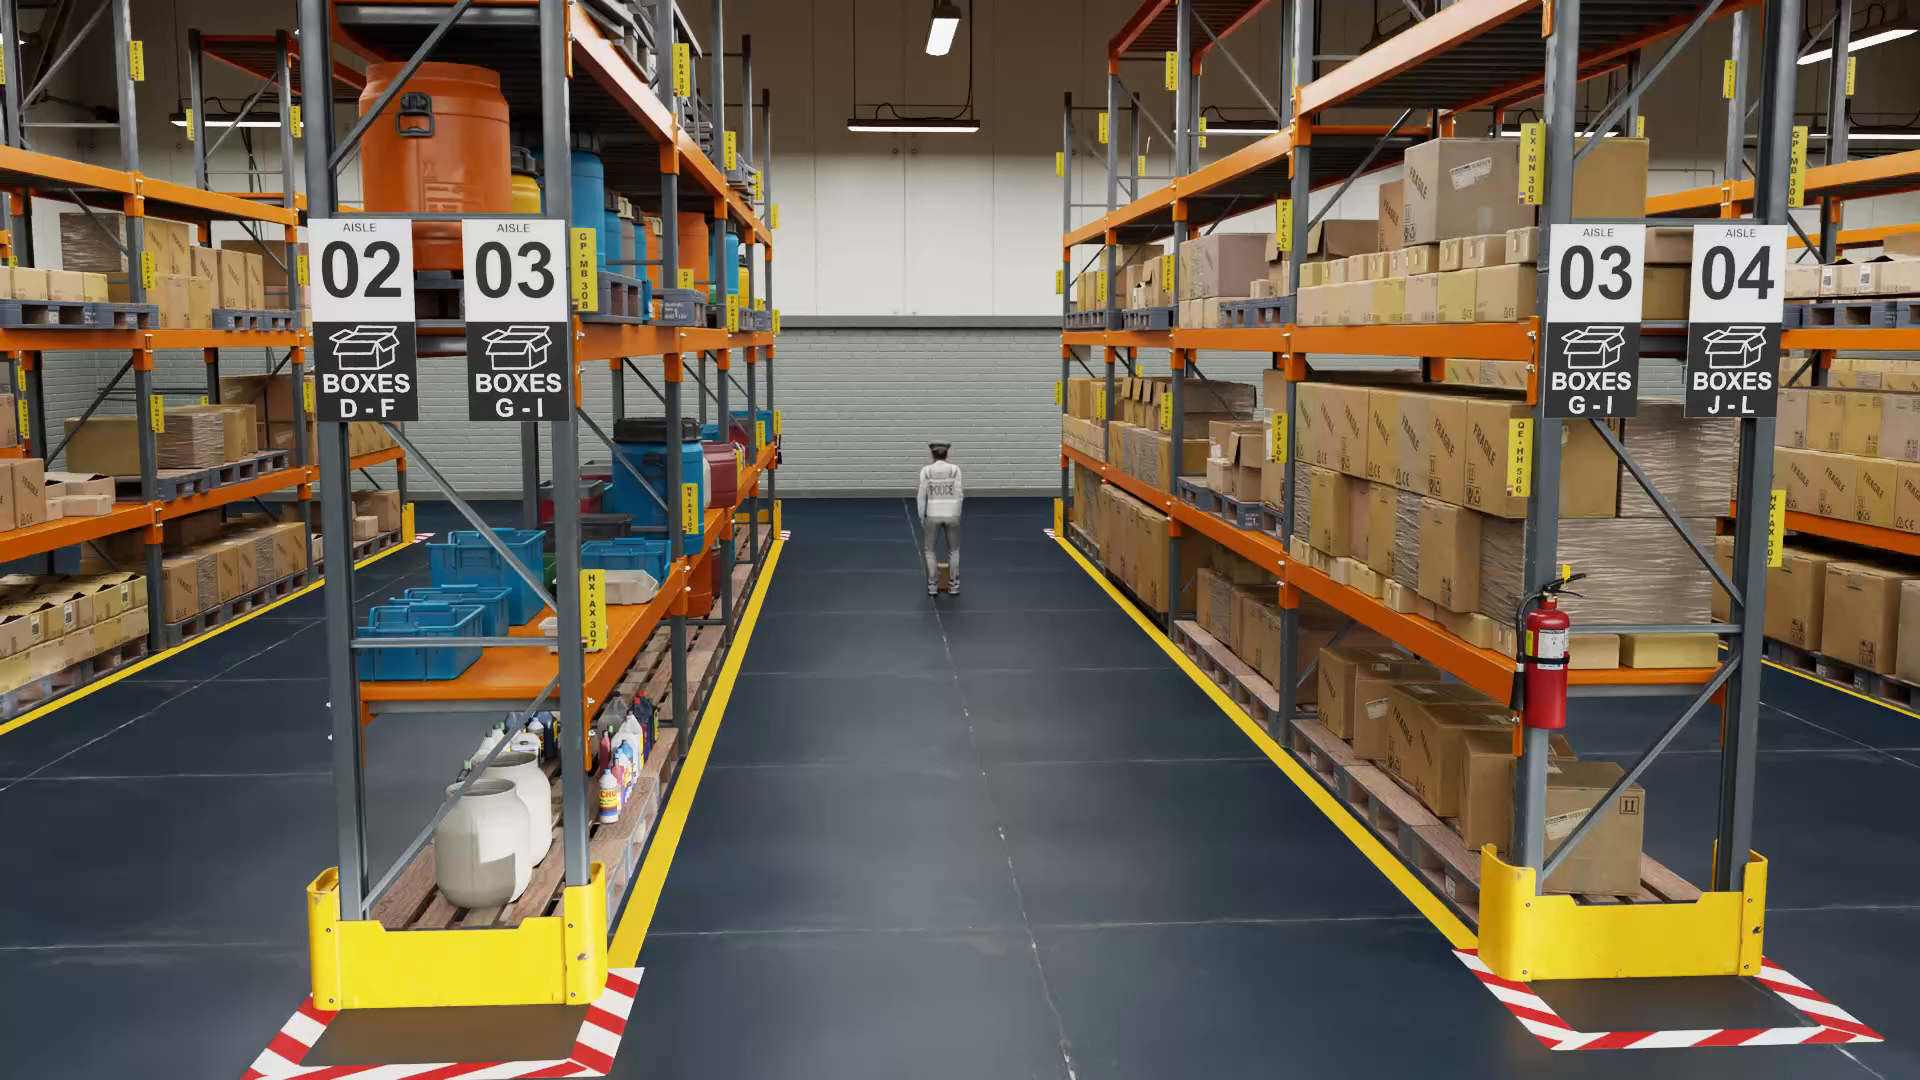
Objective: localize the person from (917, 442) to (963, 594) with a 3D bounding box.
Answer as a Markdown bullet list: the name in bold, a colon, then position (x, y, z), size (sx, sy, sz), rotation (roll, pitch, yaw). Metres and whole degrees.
- **person**: position (-0.214, -0.225, 17.768), size (0.496, 1.635, 0.428), rotation (0, 7, -2)
